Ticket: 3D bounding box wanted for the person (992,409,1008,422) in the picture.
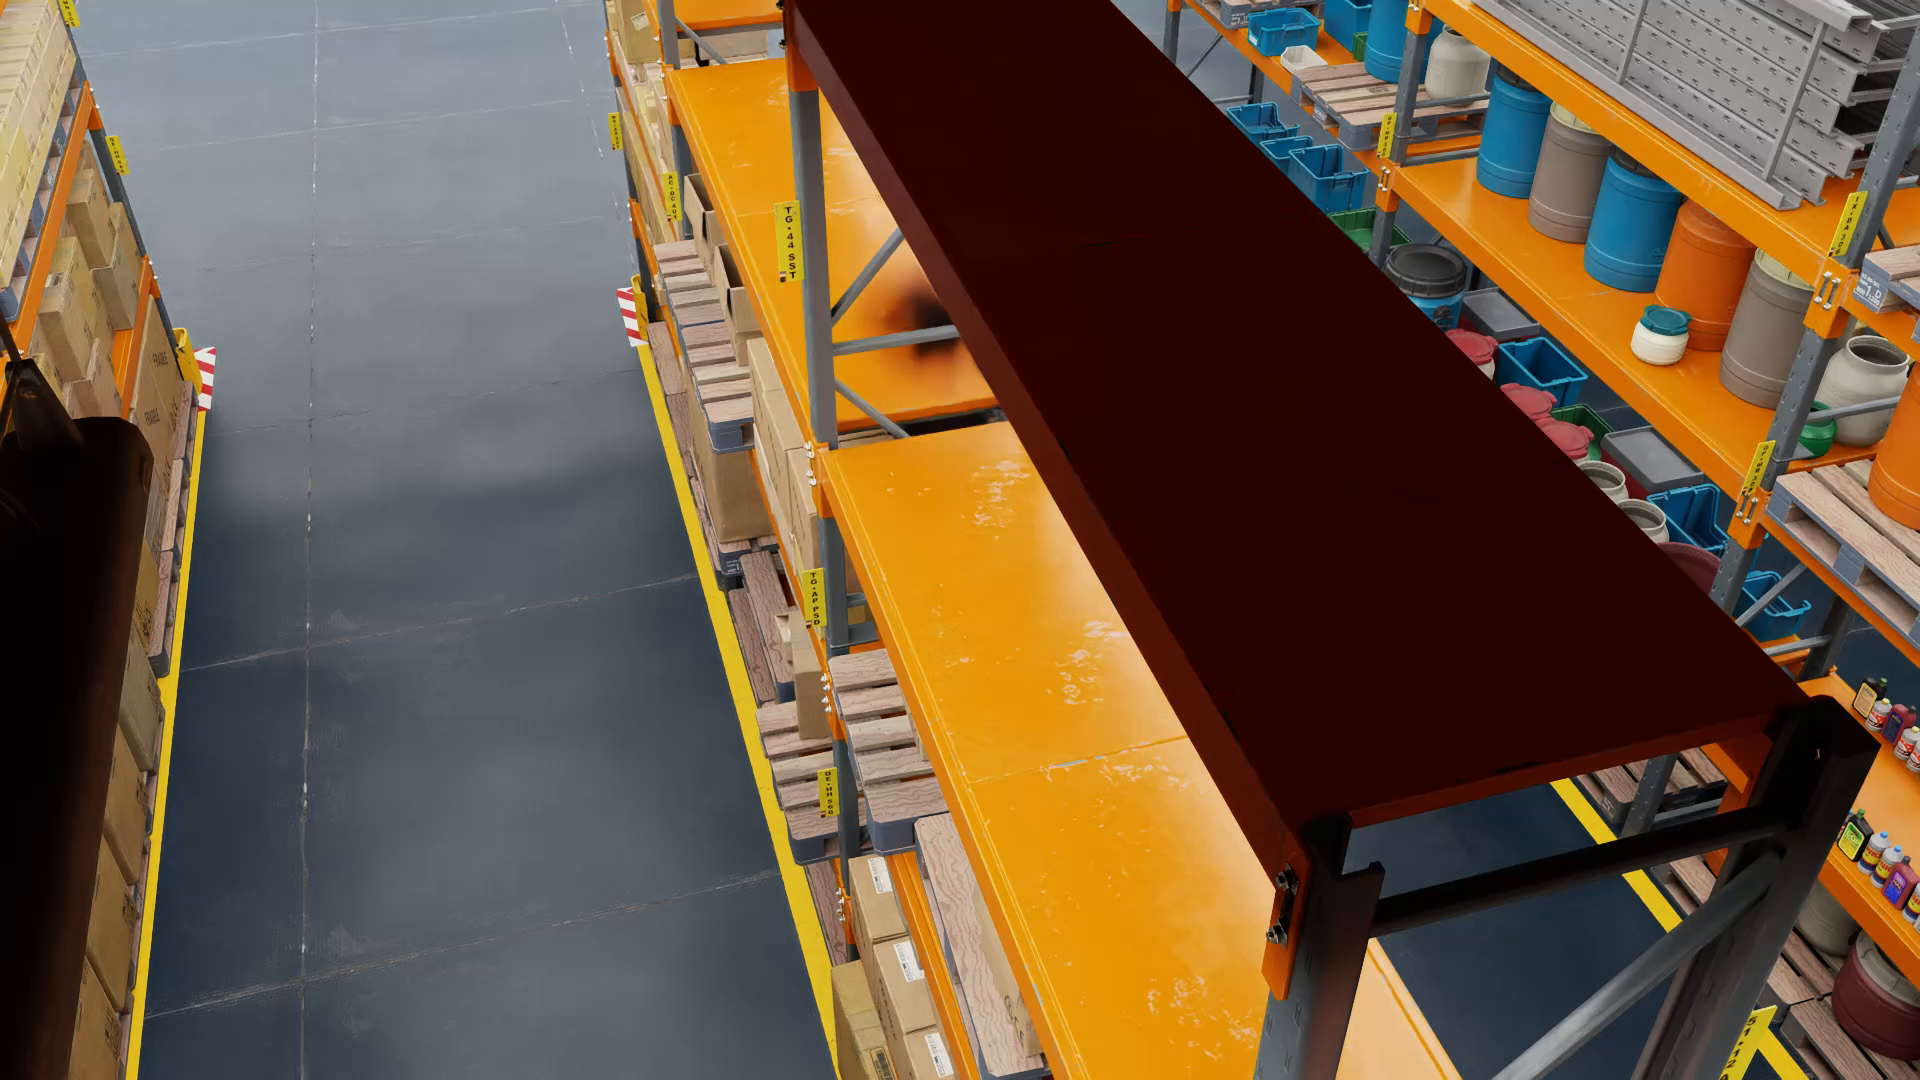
[{"bbox_3d":[0.419,-0.611,12.206,0.700,1.762,0.839,-16,41,-19],"label":"person"}]
